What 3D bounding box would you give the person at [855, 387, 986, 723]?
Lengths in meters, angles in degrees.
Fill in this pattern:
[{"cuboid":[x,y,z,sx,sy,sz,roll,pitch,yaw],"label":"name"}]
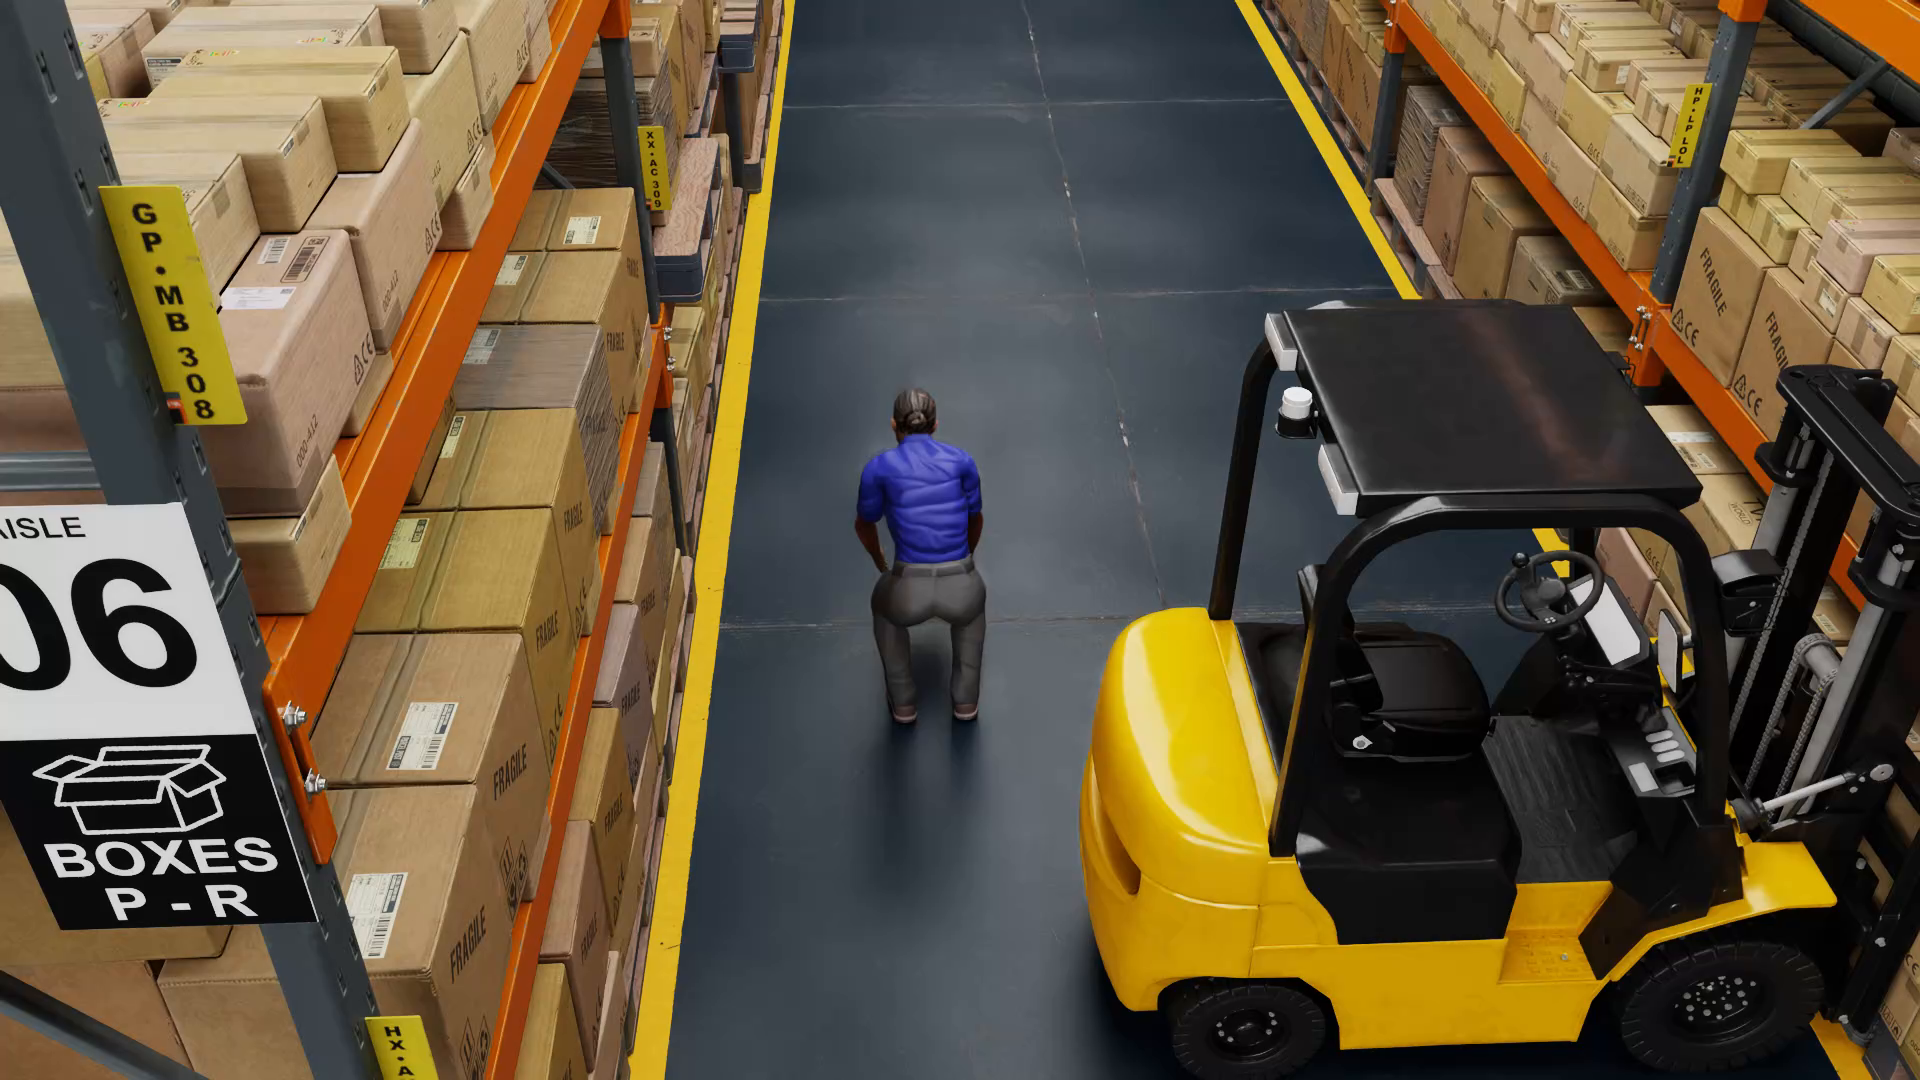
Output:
[{"cuboid":[-0.148,0.104,6.362,0.500,1.252,0.694,-2,35,-3],"label":"person"}]
